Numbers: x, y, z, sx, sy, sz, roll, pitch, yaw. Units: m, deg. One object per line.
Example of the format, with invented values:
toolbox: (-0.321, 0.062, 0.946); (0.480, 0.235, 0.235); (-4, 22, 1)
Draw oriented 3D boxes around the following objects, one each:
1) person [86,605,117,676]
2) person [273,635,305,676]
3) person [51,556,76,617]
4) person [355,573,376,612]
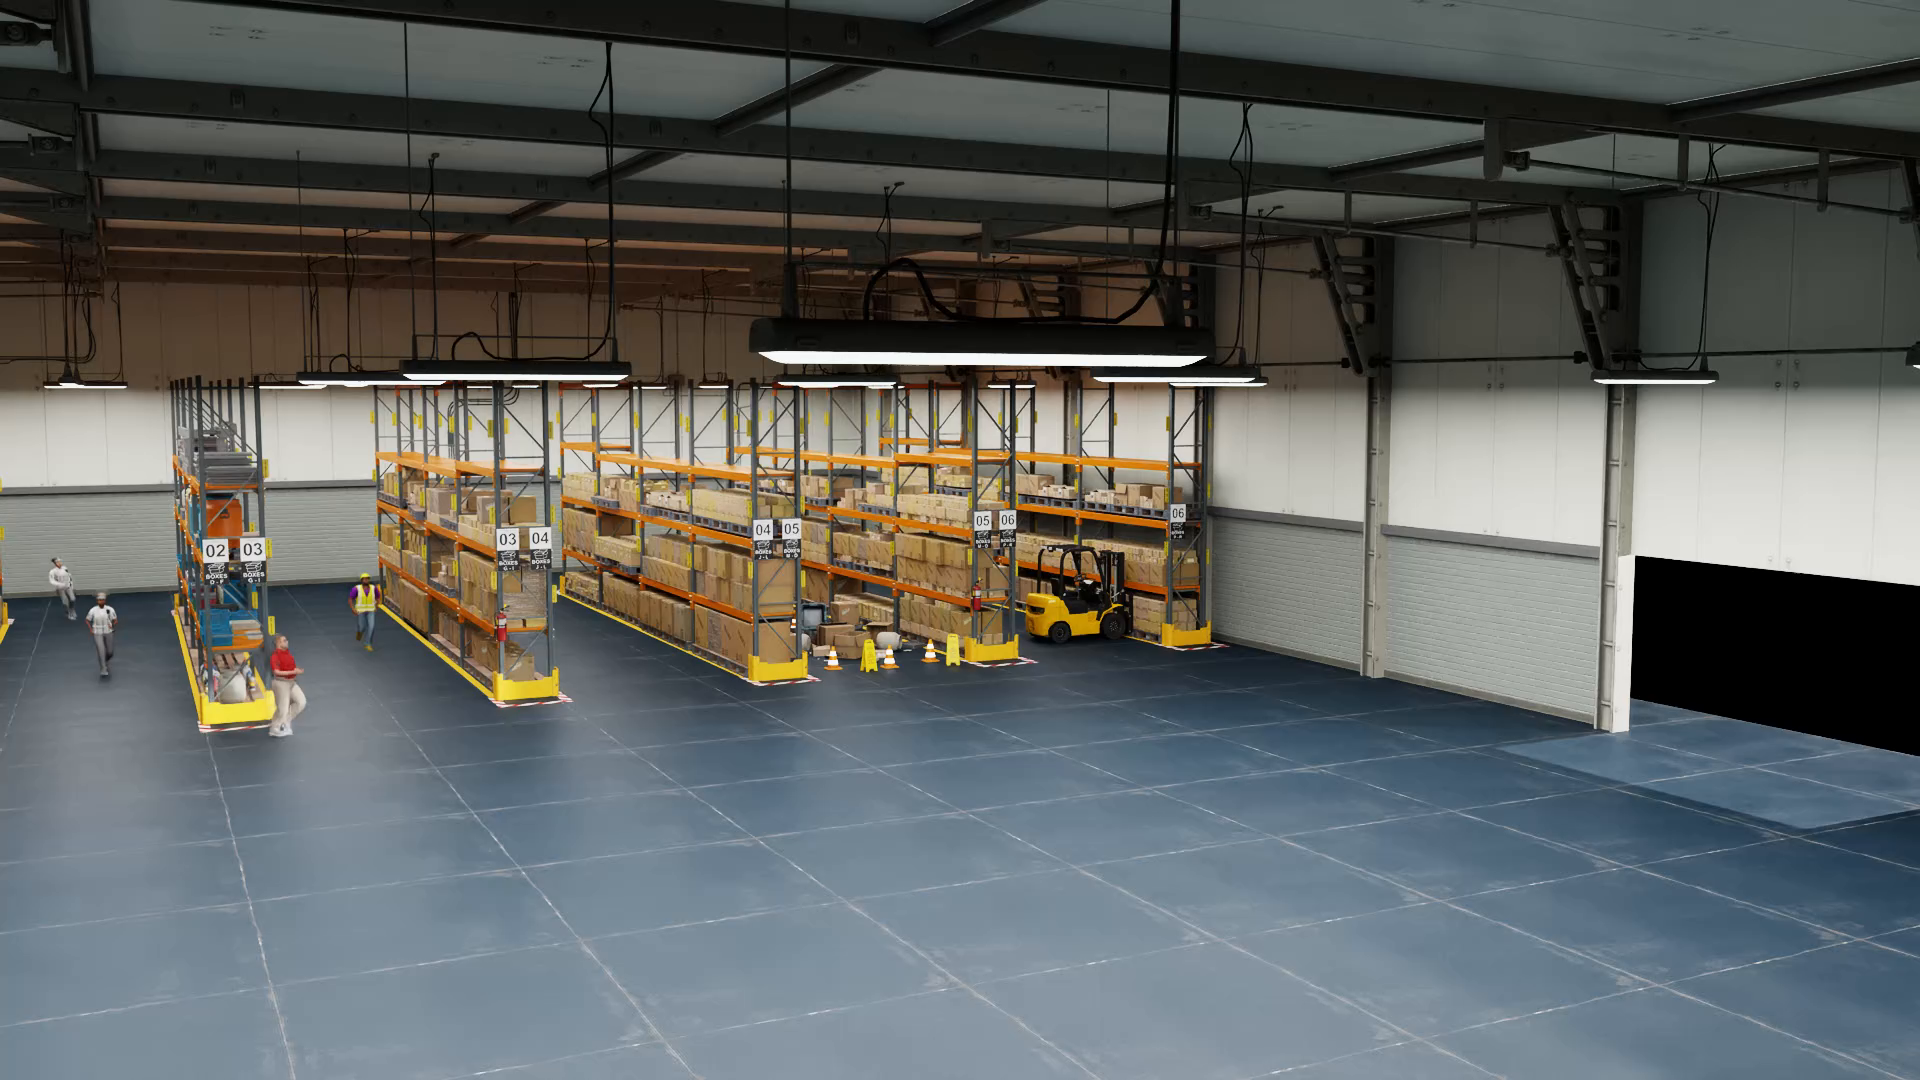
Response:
person: (-17.407, 2.013, 33.764); (0.546, 1.398, 0.697); (-3, 6, -33)
person: (-11.165, 1.987, 27.535); (0.655, 0.836, 0.653); (1, 5, 8)
person: (-22.347, 1.180, 41.493); (0.552, 1.559, 0.454); (4, 7, 41)
person: (-13.216, 1.178, 36.961); (0.436, 0.883, 0.334); (-3, 6, -27)
